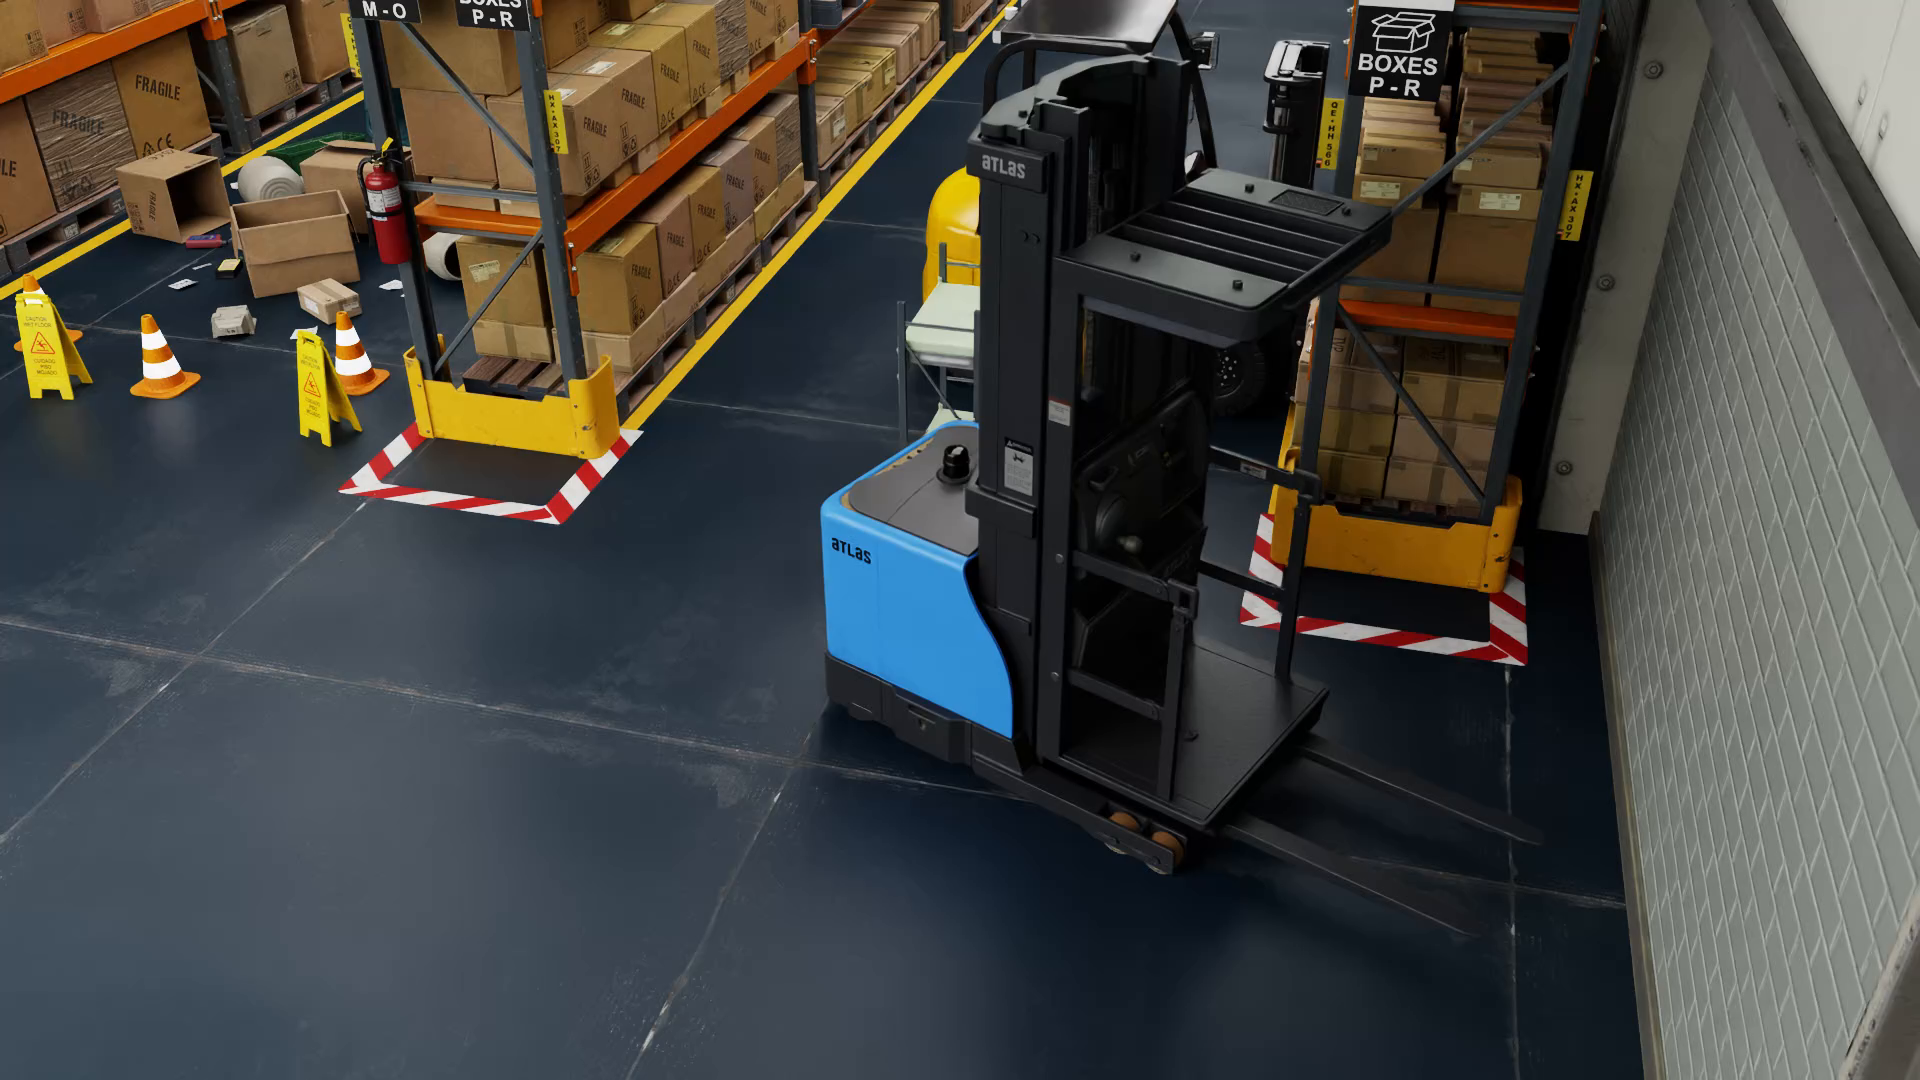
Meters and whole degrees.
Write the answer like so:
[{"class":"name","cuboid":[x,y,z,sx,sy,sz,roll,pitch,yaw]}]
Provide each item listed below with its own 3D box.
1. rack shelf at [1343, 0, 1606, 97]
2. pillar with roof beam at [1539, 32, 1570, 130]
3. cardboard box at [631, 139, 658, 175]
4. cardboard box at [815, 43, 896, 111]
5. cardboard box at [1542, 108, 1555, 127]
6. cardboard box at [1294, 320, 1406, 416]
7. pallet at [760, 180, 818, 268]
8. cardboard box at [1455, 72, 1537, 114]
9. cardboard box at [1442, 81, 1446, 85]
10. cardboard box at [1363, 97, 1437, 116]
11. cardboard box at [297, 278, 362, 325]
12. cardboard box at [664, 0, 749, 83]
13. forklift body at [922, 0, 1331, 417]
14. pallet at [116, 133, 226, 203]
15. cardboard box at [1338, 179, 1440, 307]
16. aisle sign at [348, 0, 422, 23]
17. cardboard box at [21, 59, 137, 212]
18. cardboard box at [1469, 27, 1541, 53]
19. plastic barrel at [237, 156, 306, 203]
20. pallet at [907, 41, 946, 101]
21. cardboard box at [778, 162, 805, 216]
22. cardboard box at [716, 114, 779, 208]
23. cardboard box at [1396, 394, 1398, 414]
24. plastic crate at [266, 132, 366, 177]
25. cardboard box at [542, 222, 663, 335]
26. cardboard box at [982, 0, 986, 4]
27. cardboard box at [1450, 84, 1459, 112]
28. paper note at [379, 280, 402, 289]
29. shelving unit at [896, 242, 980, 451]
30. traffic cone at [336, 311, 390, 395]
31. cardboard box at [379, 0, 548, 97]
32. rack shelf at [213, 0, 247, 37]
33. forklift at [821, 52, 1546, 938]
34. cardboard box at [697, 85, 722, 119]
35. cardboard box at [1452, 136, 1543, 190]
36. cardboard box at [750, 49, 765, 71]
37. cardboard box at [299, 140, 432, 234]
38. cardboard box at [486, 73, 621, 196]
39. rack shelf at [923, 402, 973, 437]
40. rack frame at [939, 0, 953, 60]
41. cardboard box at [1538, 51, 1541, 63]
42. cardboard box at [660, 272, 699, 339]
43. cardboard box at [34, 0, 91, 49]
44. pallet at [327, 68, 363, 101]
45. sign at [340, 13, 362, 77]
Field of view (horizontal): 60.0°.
[{"class":"rack shelf","cuboid":[2.714,-3.173,8.819,1.077,0.370,4.000,8,33,12]},{"class":"pillar with roof beam","cuboid":[0.614,-7.643,12.384,9.100,9.000,0.400,8,33,12]},{"class":"cardboard box","cuboid":[-2.004,-2.273,9.764,0.380,0.149,0.250,9,33,13]},{"class":"cardboard box","cuboid":[-1.096,-3.997,14.300,0.950,0.372,0.625,9,34,14]},{"class":"cardboard box","cuboid":[2.874,-2.147,8.633,0.380,0.149,0.250,8,33,13]},{"class":"cardboard box","cuboid":[2.022,-0.893,8.598,0.500,0.250,0.500,9,34,14]},{"class":"pallet","cuboid":[-1.717,-2.392,12.316,1.003,0.211,1.213,8,33,12]},{"class":"cardboard box","cuboid":[2.771,-2.296,8.590,0.380,0.149,0.250,9,34,14]},{"class":"cardboard box","cuboid":[2.476,-2.493,9.177,0.380,0.149,0.250,8,33,12]},{"class":"cardboard box","cuboid":[2.166,-2.100,8.283,0.380,0.149,0.250,9,33,13]},{"class":"cardboard box","cuboid":[-4.217,-1.598,11.125,0.380,0.149,0.250,28,42,36]},{"class":"cardboard box","cuboid":[-1.704,-3.287,10.755,0.500,0.500,0.500,9,34,14]},{"class":"forklift body","cuboid":[0.923,-2.047,9.965,2.313,2.155,1.214,8,33,12]},{"class":"pallet","cuboid":[-6.663,-2.983,13.245,1.003,0.211,1.213,8,33,12]},{"class":"cardboard box","cuboid":[2.078,-1.506,8.230,0.500,0.500,0.500,7,33,11]},{"class":"aisle sign","cuboid":[-2.892,-2.951,8.173,0.394,0.787,0.004,8,33,12]},{"class":"cardboard box","cuboid":[-6.846,-3.039,12.324,0.875,0.875,0.875,8,33,13]},{"class":"cardboard box","cuboid":[3.077,-2.823,9.419,0.380,0.149,0.250,8,33,12]},{"class":"plastic barrel","cuboid":[-5.198,-2.659,12.538,0.421,0.421,0.512,-21,38,-29]},{"class":"pallet","cuboid":[-0.765,-4.416,15.499,1.003,0.211,1.213,8,33,12]},{"class":"cardboard box","cuboid":[-1.470,-2.596,12.208,0.500,0.250,0.500,10,34,15]},{"class":"cardboard box","cuboid":[-1.598,-2.648,11.591,0.500,0.500,0.500,9,33,13]},{"class":"cardboard box","cuboid":[2.643,-0.878,9.041,0.500,0.250,0.500,8,33,12]},{"class":"plastic crate","cuboid":[-5.171,-3.113,13.418,0.662,0.188,0.450,-28,32,-37]},{"class":"cardboard box","cuboid":[-2.118,-1.573,9.901,0.500,0.500,0.500,7,33,11]},{"class":"cardboard box","cuboid":[-0.079,-6.088,17.119,0.875,0.875,0.875,8,33,13]},{"class":"cardboard box","cuboid":[2.972,-2.230,9.368,0.500,0.500,0.500,9,33,13]},{"class":"paper note","cuboid":[-3.920,-1.770,11.517,0.148,0.019,0.142,20,38,29]},{"class":"shelving unit","cuboid":[-0.002,-0.629,8.342,0.431,1.500,0.755,8,33,12]},{"class":"traffic cone","cuboid":[-3.734,-1.175,10.166,0.336,0.463,0.334,8,33,12]},{"class":"cardboard box","cuboid":[-2.677,-2.731,8.947,0.700,0.500,0.500,7,33,11]},{"class":"rack shelf","cuboid":[-5.886,-5.278,14.927,1.077,0.370,4.000,8,33,12]},{"class":"forklift","cuboid":[0.881,-0.227,6.375,3.031,2.935,1.130,22,38,30]},{"class":"cardboard box","cuboid":[-1.746,-2.813,10.613,0.380,0.149,0.250,8,33,13]},{"class":"cardboard box","cuboid":[2.499,-1.759,7.746,0.380,0.149,0.250,7,33,11]},{"class":"cardboard box","cuboid":[-1.565,-3.353,11.462,0.380,0.149,0.250,8,33,13]},{"class":"cardboard box","cuboid":[-4.369,-2.593,12.233,0.797,0.637,0.503,8,33,12]},{"class":"cardboard box","cuboid":[-2.207,-2.222,9.079,0.500,0.500,0.500,8,33,12]},{"class":"rack shelf","cuboid":[-0.002,-0.354,8.517,0.431,0.370,0.720,8,33,12]},{"class":"rack frame","cuboid":[-0.565,-5.998,15.389,1.000,3.000,0.127,8,33,12]},{"class":"cardboard box","cuboid":[3.255,-2.952,9.900,0.380,0.149,0.250,8,33,13]},{"class":"cardboard box","cuboid":[-1.986,-1.508,10.498,0.500,0.250,0.500,9,34,14]},{"class":"cardboard box","cuboid":[-6.845,-3.861,11.888,0.875,0.550,0.550,8,33,12]},{"class":"pallet","cuboid":[-5.963,-4.413,15.494,1.003,0.211,1.213,8,33,12]},{"class":"sign","cuboid":[-3.127,-2.554,8.598,0.100,0.325,0.005,8,33,12]}]
